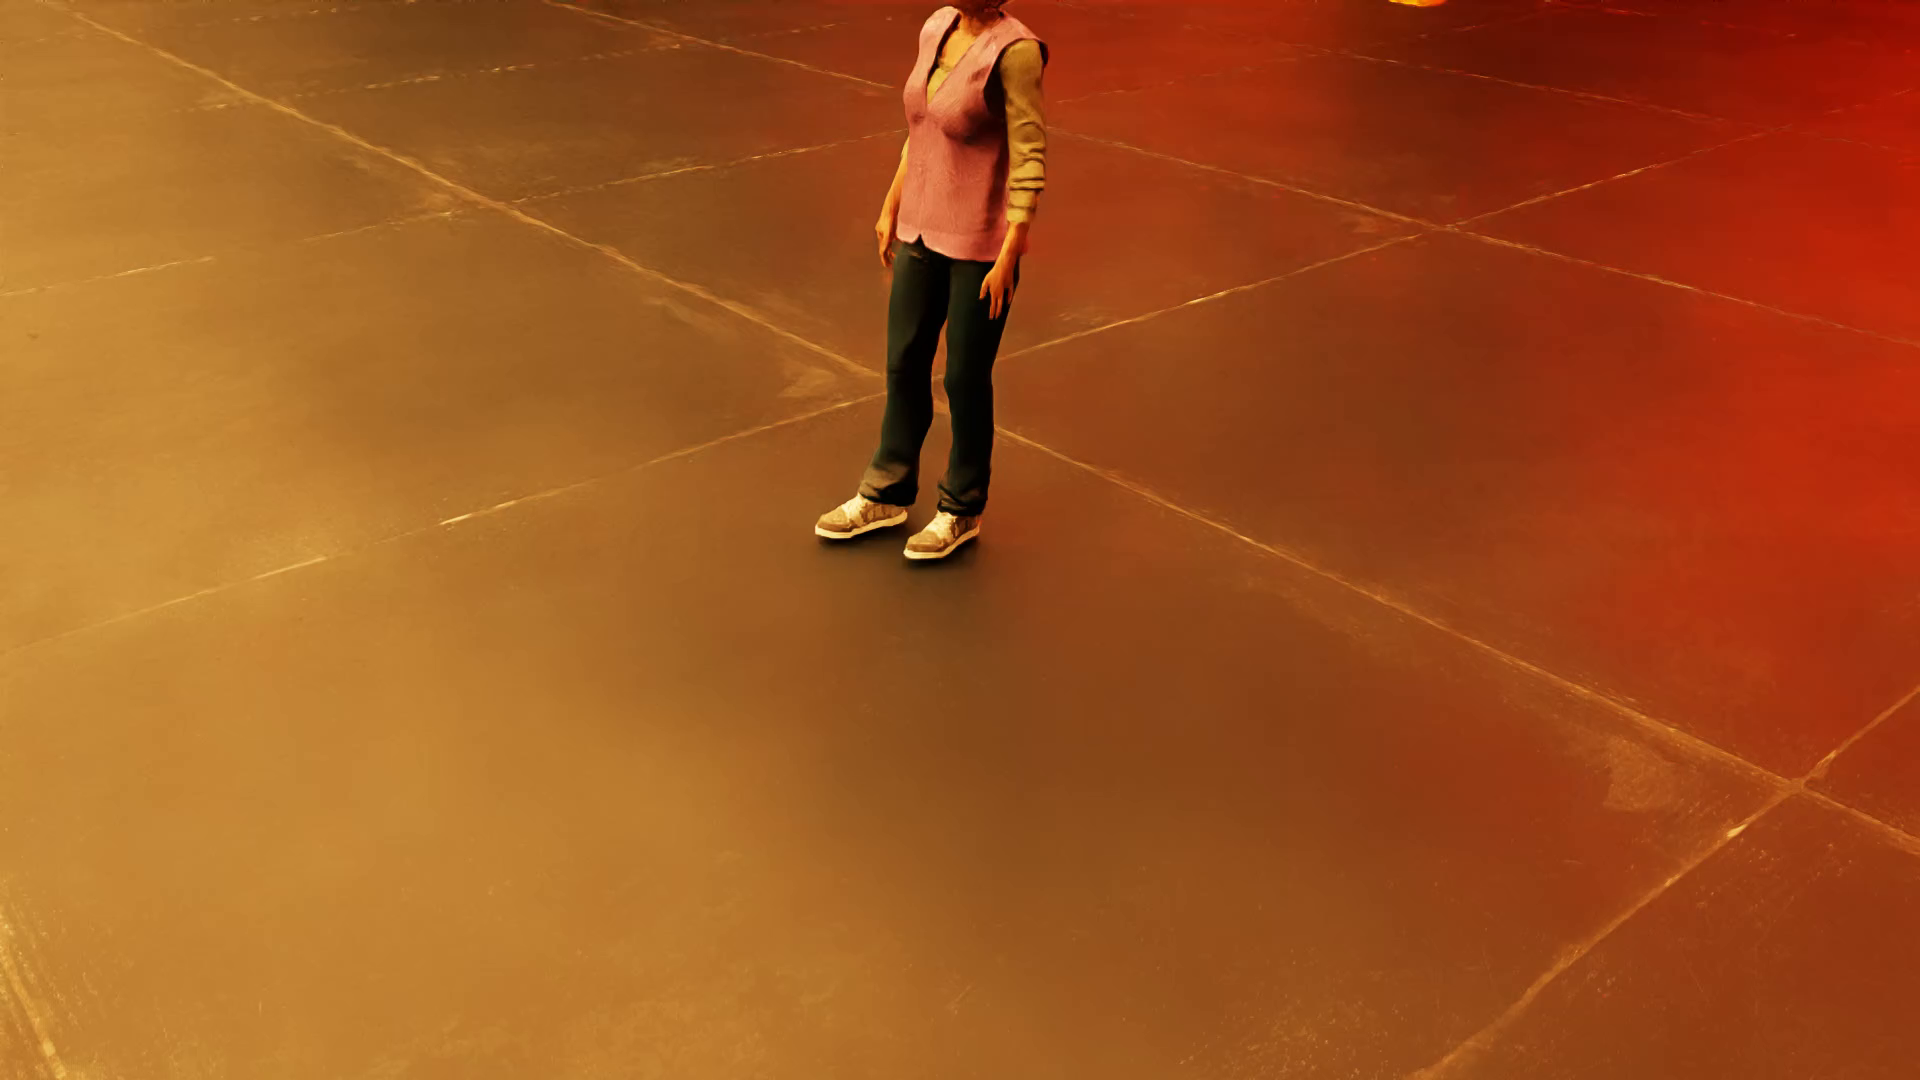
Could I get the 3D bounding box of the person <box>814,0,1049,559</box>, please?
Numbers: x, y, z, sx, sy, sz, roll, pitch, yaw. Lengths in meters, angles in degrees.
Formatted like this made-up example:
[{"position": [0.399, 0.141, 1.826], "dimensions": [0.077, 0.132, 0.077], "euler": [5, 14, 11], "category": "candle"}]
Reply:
[{"position": [-0.066, -0.705, 4.110], "dimensions": [0.474, 1.597, 0.520], "euler": [-20, 33, -35], "category": "person"}]
